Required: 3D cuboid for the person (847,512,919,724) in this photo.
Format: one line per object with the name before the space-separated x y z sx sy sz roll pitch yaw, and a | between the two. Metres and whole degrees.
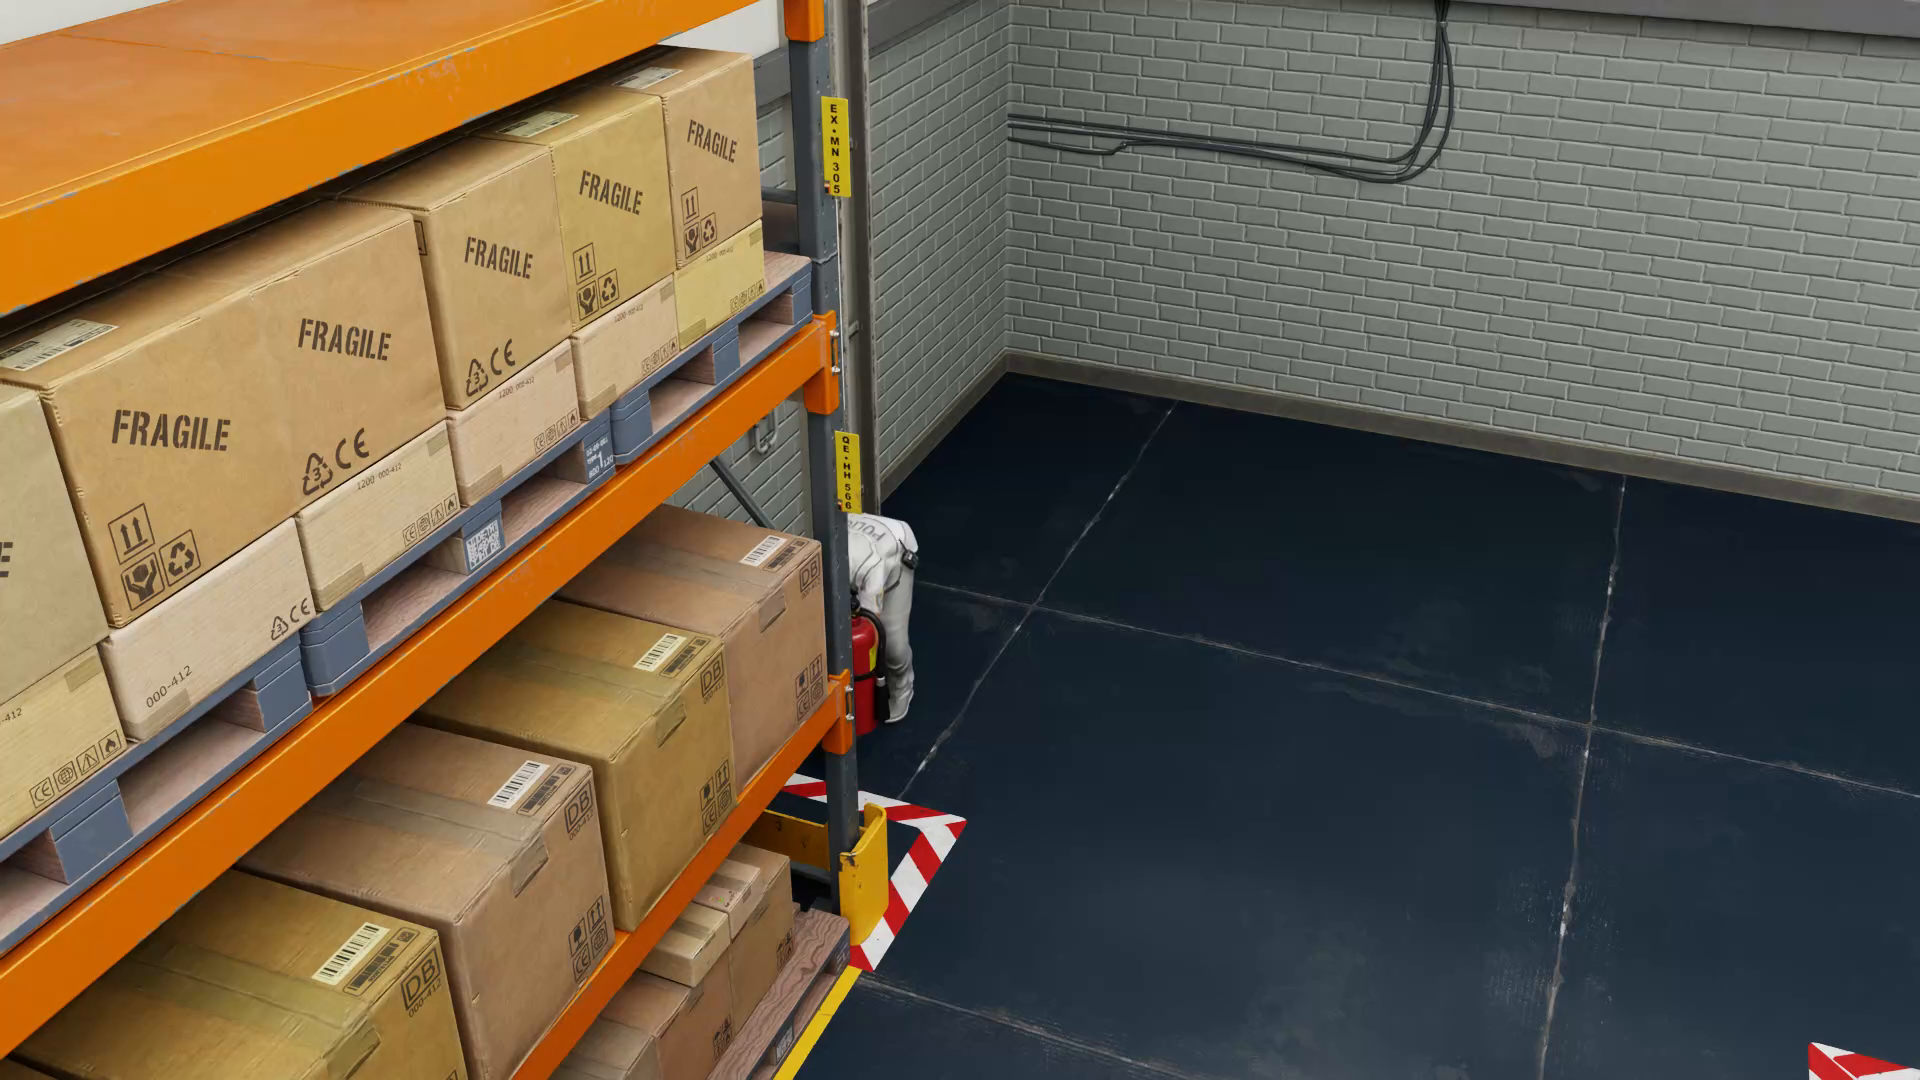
person | -0.523 0.413 8.138 0.462 1.204 0.922 11 31 18
